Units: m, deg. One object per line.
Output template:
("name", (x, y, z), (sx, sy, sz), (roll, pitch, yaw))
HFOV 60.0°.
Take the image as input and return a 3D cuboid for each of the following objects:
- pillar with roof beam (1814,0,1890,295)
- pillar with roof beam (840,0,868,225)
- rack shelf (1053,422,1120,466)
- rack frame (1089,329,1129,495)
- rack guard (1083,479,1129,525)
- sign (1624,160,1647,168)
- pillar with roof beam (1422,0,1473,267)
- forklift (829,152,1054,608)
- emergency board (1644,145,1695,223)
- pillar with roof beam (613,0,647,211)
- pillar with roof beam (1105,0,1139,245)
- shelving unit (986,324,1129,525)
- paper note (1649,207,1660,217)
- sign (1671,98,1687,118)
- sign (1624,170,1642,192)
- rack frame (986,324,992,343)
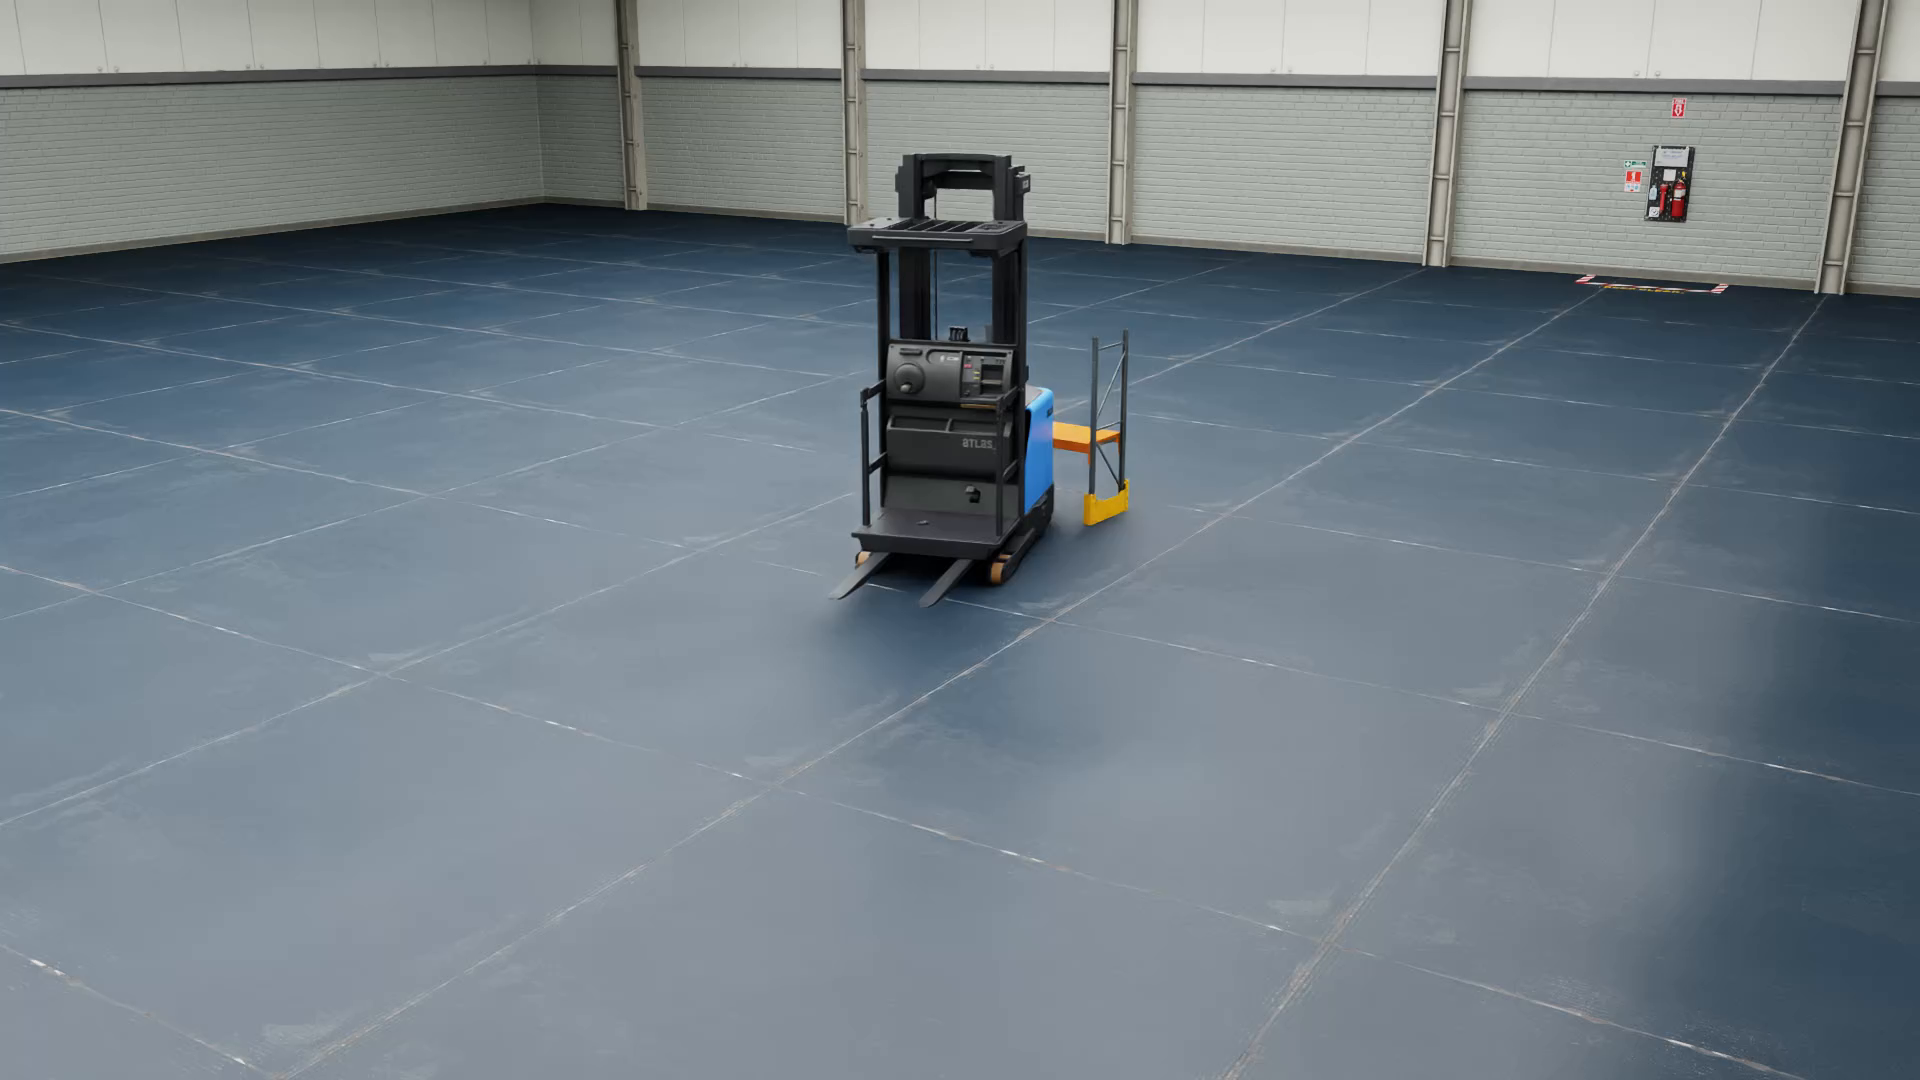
("pillar with roof beam", (10.951, -6.996, 20.431), (0.400, 9.000, 9.100), (10, 20, 30))
("pillar with roof beam", (-4.387, -9.734, 29.445), (0.400, 9.000, 9.100), (10, 20, 30))
("rack shelf", (0.779, -0.825, 13.634), (1.000, 0.185, 0.538), (12, 21, 35))
("rack frame", (1.188, -0.909, 13.294), (0.032, 1.500, 0.500), (12, 21, 35))
("rack guard", (1.187, -0.311, 13.476), (0.087, 0.250, 0.587), (12, 21, 35))
("sign", (10.700, -5.955, 26.351), (0.331, 0.109, 0.001), (10, 20, 30))
("pillar with roof beam", (5.838, -7.909, 23.436), (0.400, 9.000, 9.100), (10, 20, 30))
("forklift", (-0.130, -1.205, 11.807), (1.130, 2.935, 3.031), (5, 17, 15))
("emergency board", (11.118, -5.577, 26.082), (0.643, 1.169, 0.194), (10, 20, 30))
("pillar with roof beam", (-9.500, -10.647, 32.449), (0.400, 9.000, 9.100), (10, 20, 30))
("pillar with roof beam", (0.726, -8.822, 26.440), (0.400, 9.000, 9.100), (10, 20, 30))
("shelving unit", (0.786, -0.995, 13.577), (1.083, 1.500, 0.587), (12, 21, 35))
("paper note", (11.003, -5.200, 26.355), (0.142, 0.148, 0.016), (10, 20, 30))
("sign", (11.163, -6.713, 25.830), (0.199, 0.298, 0.001), (10, 20, 30))
("sign", (10.701, -5.704, 26.438), (0.234, 0.329, 0.001), (10, 20, 30))
("rack frame", (0.370, -1.084, 13.871), (0.032, 1.500, 0.500), (12, 21, 35))
